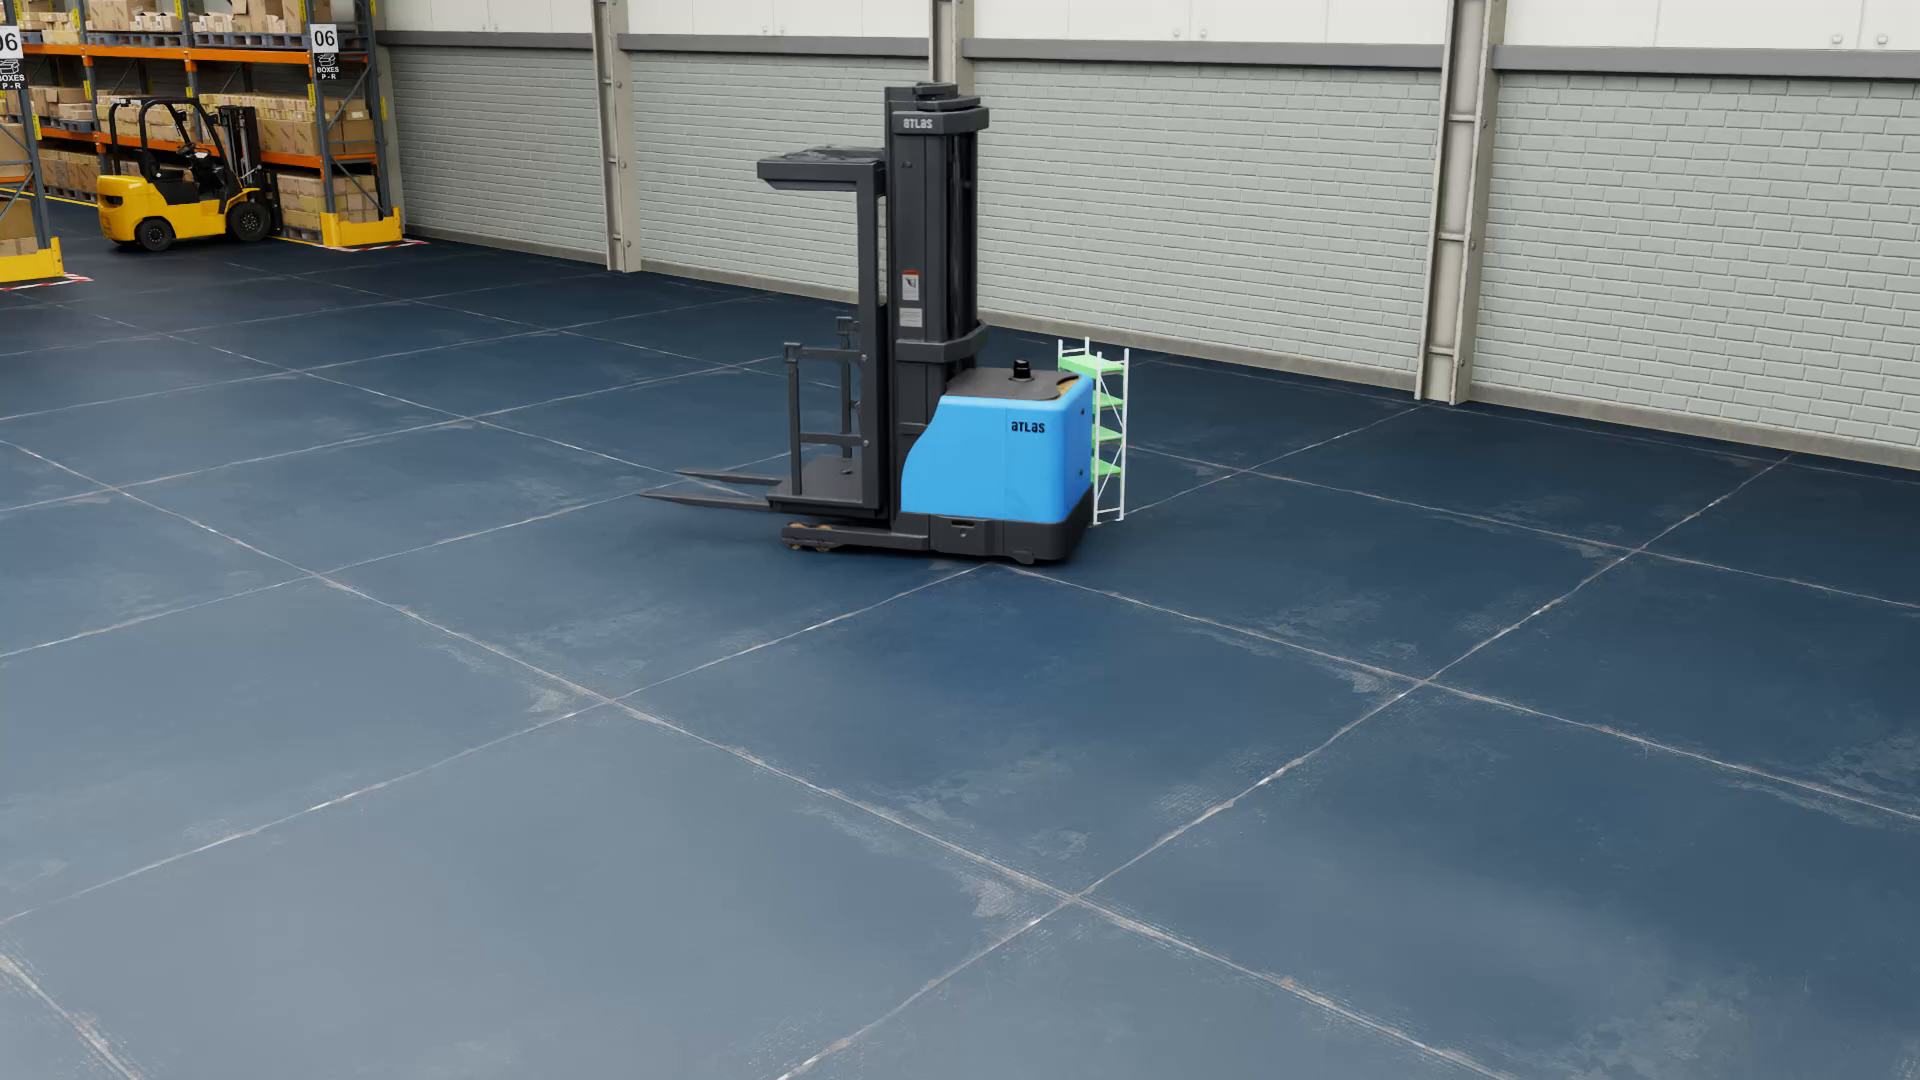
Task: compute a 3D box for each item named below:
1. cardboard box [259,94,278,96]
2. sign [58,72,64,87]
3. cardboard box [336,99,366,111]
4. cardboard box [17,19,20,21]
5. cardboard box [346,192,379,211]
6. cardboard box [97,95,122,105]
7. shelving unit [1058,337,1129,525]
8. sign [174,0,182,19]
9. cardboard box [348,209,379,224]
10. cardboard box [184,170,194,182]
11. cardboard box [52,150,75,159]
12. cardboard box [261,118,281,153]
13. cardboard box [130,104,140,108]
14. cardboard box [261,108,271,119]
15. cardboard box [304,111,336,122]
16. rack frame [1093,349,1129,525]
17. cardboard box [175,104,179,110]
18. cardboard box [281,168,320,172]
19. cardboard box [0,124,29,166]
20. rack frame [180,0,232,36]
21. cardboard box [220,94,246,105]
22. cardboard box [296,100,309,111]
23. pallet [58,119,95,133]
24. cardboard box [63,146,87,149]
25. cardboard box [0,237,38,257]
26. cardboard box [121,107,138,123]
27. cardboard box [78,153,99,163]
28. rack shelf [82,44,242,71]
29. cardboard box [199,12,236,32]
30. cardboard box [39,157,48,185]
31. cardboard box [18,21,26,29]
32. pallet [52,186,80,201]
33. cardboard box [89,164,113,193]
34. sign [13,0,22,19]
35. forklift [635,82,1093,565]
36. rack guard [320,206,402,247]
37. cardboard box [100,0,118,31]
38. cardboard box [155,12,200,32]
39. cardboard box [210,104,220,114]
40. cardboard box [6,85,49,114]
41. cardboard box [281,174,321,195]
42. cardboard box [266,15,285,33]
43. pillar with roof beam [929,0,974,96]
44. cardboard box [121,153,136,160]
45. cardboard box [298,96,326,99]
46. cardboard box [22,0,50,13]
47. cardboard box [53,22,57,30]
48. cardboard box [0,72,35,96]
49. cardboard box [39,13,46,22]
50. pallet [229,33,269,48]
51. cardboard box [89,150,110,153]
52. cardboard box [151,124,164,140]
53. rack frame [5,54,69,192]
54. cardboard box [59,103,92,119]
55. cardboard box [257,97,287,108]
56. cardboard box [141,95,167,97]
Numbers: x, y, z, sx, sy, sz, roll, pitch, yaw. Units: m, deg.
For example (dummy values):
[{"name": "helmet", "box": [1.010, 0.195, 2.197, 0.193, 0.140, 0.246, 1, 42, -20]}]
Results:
[{"name": "cardboard box", "box": [-11.102, -7.146, 26.939, 0.250, 0.149, 0.380, 14, 23, 38]}, {"name": "sign", "box": [-17.755, -9.073, 32.828, 0.005, 0.325, 0.100, 15, 23, 39]}, {"name": "cardboard box", "box": [-9.255, -6.600, 25.220, 0.250, 0.149, 0.380, 14, 23, 38]}, {"name": "cardboard box", "box": [-17.340, -9.754, 30.991, 0.250, 0.149, 0.380, 15, 23, 40]}, {"name": "cardboard box", "box": [-9.360, -5.255, 25.735, 0.500, 0.250, 0.500, 16, 23, 40]}, {"name": "cardboard box", "box": [-15.086, -7.818, 29.550, 0.250, 0.149, 0.380, 16, 24, 41]}, {"name": "shelving unit", "box": [0.909, -0.762, 11.528, 0.258, 1.200, 0.503, -9, 20, -27]}, {"name": "sign", "box": [-12.490, -8.490, 26.571, 0.005, 0.325, 0.100, 15, 23, 39]}, {"name": "cardboard box", "box": [-9.383, -5.018, 25.816, 0.500, 0.250, 0.500, 15, 23, 39]}, {"name": "cardboard box", "box": [-12.535, -5.959, 28.162, 0.625, 0.625, 0.875, 16, 24, 42]}, {"name": "cardboard box", "box": [-17.011, -7.333, 31.624, 0.250, 0.149, 0.380, 16, 24, 41]}, {"name": "cardboard box", "box": [-10.454, -6.282, 25.781, 0.500, 0.500, 0.500, 14, 23, 38]}, {"name": "cardboard box", "box": [-14.114, -7.561, 28.741, 0.250, 0.149, 0.380, 16, 23, 40]}, {"name": "cardboard box", "box": [-10.567, -6.601, 25.714, 0.250, 0.149, 0.380, 15, 23, 40]}, {"name": "cardboard box", "box": [-9.591, -6.349, 24.919, 0.250, 0.149, 0.380, 15, 23, 40]}, {"name": "rack frame", "box": [1.026, -0.697, 11.325, 0.240, 1.200, 0.015, -9, 20, -27]}, {"name": "cardboard box", "box": [-12.893, -7.273, 27.831, 0.250, 0.149, 0.380, 15, 23, 39]}, {"name": "cardboard box", "box": [-10.501, -5.798, 26.620, 0.500, 0.250, 0.500, 14, 23, 38]}, {"name": "cardboard box", "box": [-12.608, -5.209, 21.909, 0.500, 0.500, 0.500, 15, 23, 38]}, {"name": "rack frame", "box": [-12.138, -9.648, 26.636, 0.127, 3.000, 1.000, 15, 23, 39]}, {"name": "cardboard box", "box": [-11.644, -7.075, 26.716, 0.250, 0.149, 0.380, 14, 23, 38]}, {"name": "cardboard box", "box": [-9.759, -6.551, 25.065, 0.250, 0.149, 0.380, 15, 23, 39]}, {"name": "pallet", "box": [-15.683, -7.621, 30.482, 1.003, 0.211, 1.213, 15, 23, 39]}, {"name": "cardboard box", "box": [-17.267, -7.606, 32.484, 0.250, 0.149, 0.380, 15, 23, 40]}, {"name": "cardboard box", "box": [-12.857, -3.976, 22.532, 0.500, 0.250, 0.500, 15, 23, 39]}, {"name": "cardboard box", "box": [-14.206, -7.404, 28.905, 0.500, 0.250, 0.500, 14, 23, 38]}, {"name": "cardboard box", "box": [-16.059, -7.062, 30.771, 0.250, 0.149, 0.380, 14, 22, 37]}, {"name": "rack shelf", "box": [-13.633, -8.277, 28.464, 4.000, 0.370, 1.077, 15, 23, 39]}, {"name": "cardboard box", "box": [-11.677, -8.202, 26.325, 0.500, 0.311, 0.500, 16, 23, 40]}, {"name": "cardboard box", "box": [-17.504, -7.151, 32.123, 0.500, 0.500, 0.500, 15, 23, 39]}, {"name": "cardboard box", "box": [-17.212, -9.545, 30.827, 0.250, 0.149, 0.380, 16, 23, 41]}, {"name": "pallet", "box": [-16.571, -6.666, 31.768, 1.213, 0.211, 1.003, 15, 23, 39]}, {"name": "cardboard box", "box": [-15.588, -6.637, 30.503, 0.500, 0.500, 0.500, 16, 24, 41]}, {"name": "sign", "box": [-12.078, -6.831, 21.273, 0.005, 0.325, 0.100, 15, 23, 39]}, {"name": "forklift", "box": [-0.675, -1.471, 10.902, 3.031, 2.935, 1.130, 5, 18, 15]}, {"name": "rack guard", "box": [-9.128, -4.789, 25.376, 0.348, 0.500, 1.175, 15, 23, 39]}, {"name": "cardboard box", "box": [-14.305, -9.038, 28.647, 0.500, 0.500, 0.700, 14, 23, 38]}, {"name": "cardboard box", "box": [-12.841, -8.514, 27.309, 0.500, 0.311, 0.500, 14, 22, 38]}, {"name": "cardboard box", "box": [-11.879, -6.970, 26.879, 0.250, 0.149, 0.380, 16, 23, 41]}, {"name": "cardboard box", "box": [-17.908, -8.495, 32.061, 0.500, 0.500, 0.700, 16, 23, 41]}, {"name": "cardboard box", "box": [-10.083, -5.475, 25.602, 0.500, 0.250, 0.500, 16, 23, 40]}, {"name": "cardboard box", "box": [-10.157, -7.748, 24.969, 0.258, 0.266, 0.396, 15, 23, 39]}, {"name": "pillar with roof beam", "box": [-2.950, -5.805, 14.528, 0.400, 9.000, 9.100, 15, 23, 39]}, {"name": "cardboard box", "box": [-15.313, -7.085, 30.843, 0.250, 0.149, 0.380, 17, 24, 42]}, {"name": "cardboard box", "box": [-10.155, -6.885, 26.119, 0.250, 0.149, 0.380, 14, 23, 38]}, {"name": "cardboard box", "box": [-17.627, -10.200, 31.715, 0.258, 0.266, 0.396, 15, 23, 39]}, {"name": "cardboard box", "box": [-16.283, -9.373, 30.318, 0.250, 0.149, 0.380, 15, 23, 40]}, {"name": "cardboard box", "box": [-19.058, -9.182, 33.601, 0.500, 0.500, 0.500, 14, 23, 38]}, {"name": "cardboard box", "box": [-16.553, -9.544, 30.366, 0.250, 0.149, 0.380, 15, 23, 39]}, {"name": "pallet", "box": [-10.574, -7.766, 25.810, 1.213, 0.211, 1.003, 15, 23, 39]}, {"name": "cardboard box", "box": [-16.315, -7.332, 31.623, 0.250, 0.149, 0.380, 15, 23, 40]}, {"name": "cardboard box", "box": [-13.419, -6.965, 28.349, 0.500, 0.250, 0.500, 15, 23, 40]}, {"name": "rack frame", "box": [-18.121, -8.395, 32.605, 0.127, 3.000, 1.000, 15, 23, 39]}, {"name": "cardboard box", "box": [-16.133, -7.859, 30.470, 0.500, 0.250, 0.500, 14, 22, 37]}, {"name": "cardboard box", "box": [-10.705, -6.815, 25.898, 0.250, 0.149, 0.380, 15, 23, 40]}, {"name": "cardboard box", "box": [-14.329, -7.836, 29.606, 0.250, 0.149, 0.380, 15, 23, 39]}]
